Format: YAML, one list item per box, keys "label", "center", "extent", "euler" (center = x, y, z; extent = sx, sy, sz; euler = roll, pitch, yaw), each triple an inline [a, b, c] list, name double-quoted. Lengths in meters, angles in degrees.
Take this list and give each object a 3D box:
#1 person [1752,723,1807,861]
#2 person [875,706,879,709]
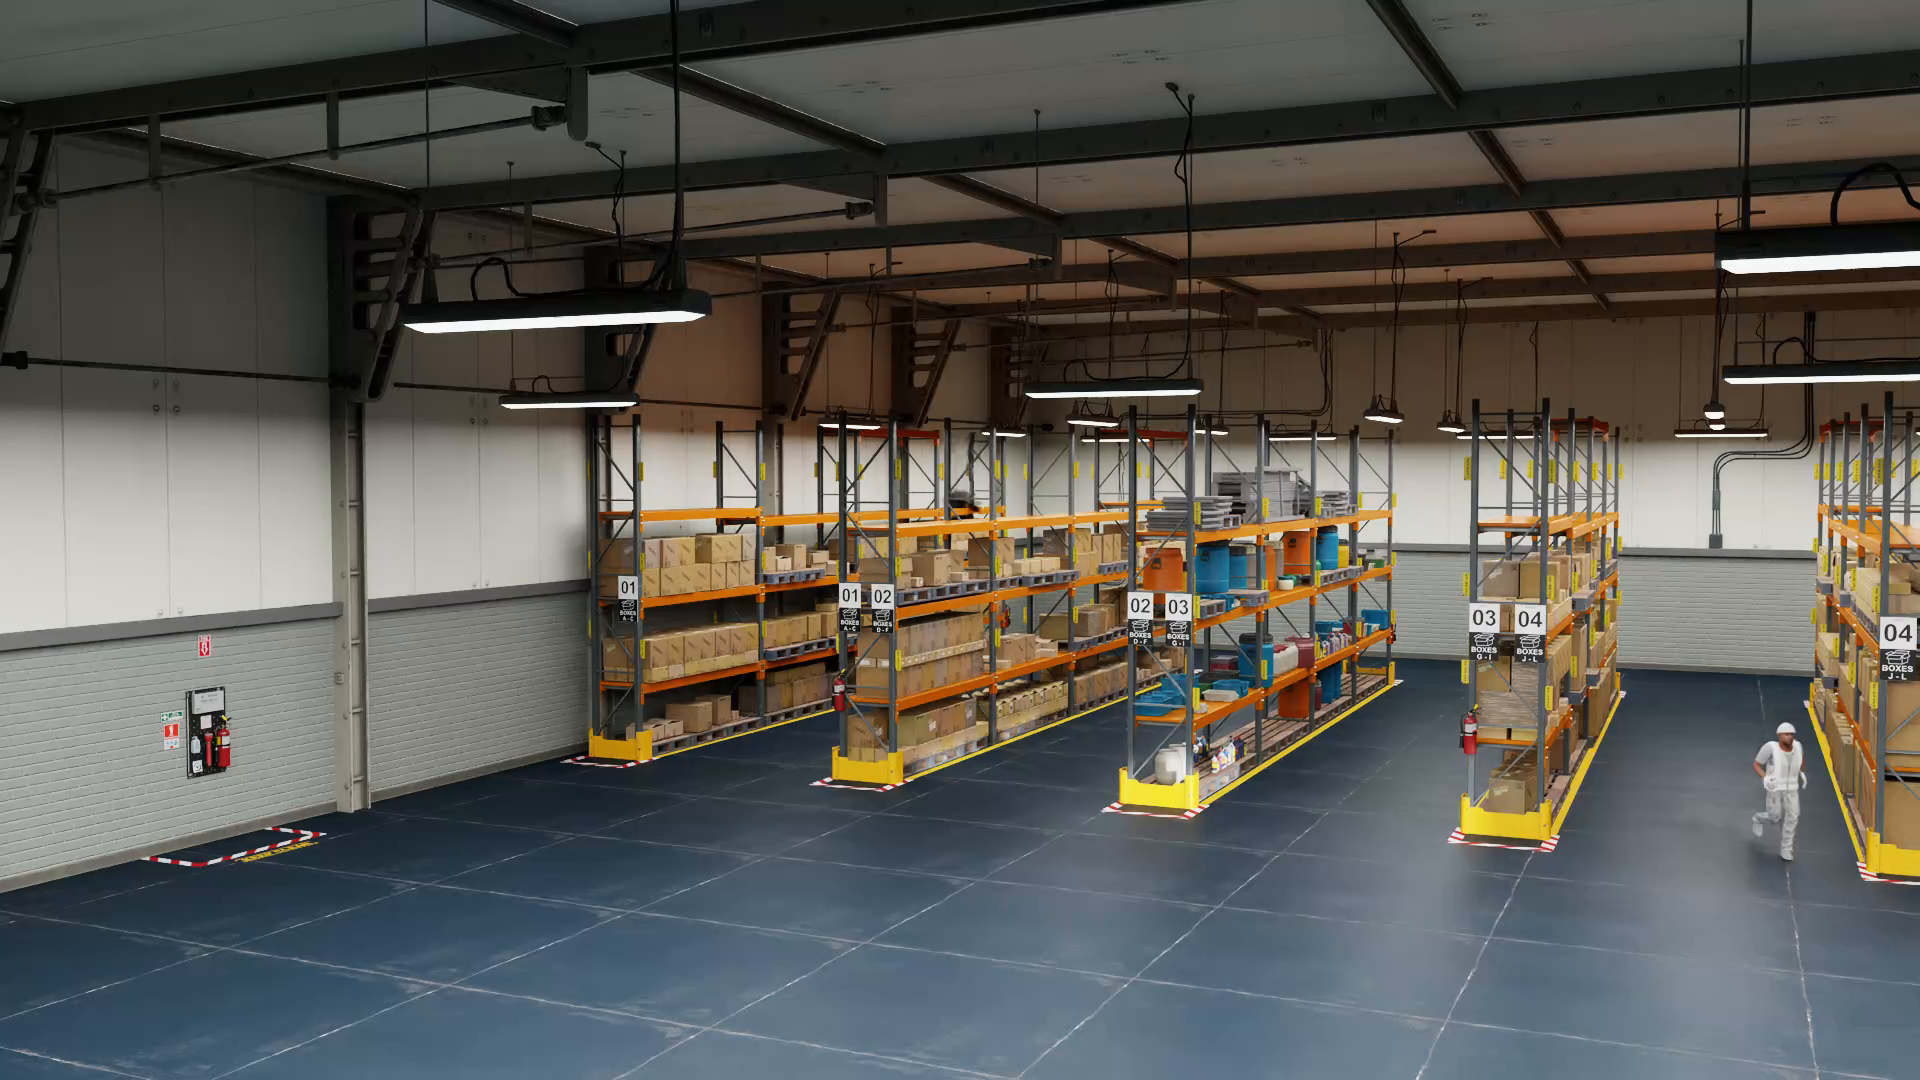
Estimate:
- label: "person"
  center: [10.727, 3.244, 21.747]
  extent: [0.701, 1.752, 0.949]
  euler: [0, 2, -3]
- label: "person"
  center: [-1.397, 2.920, 31.420]
  extent: [0.617, 1.621, 0.649]
  euler: [1, 3, 23]
